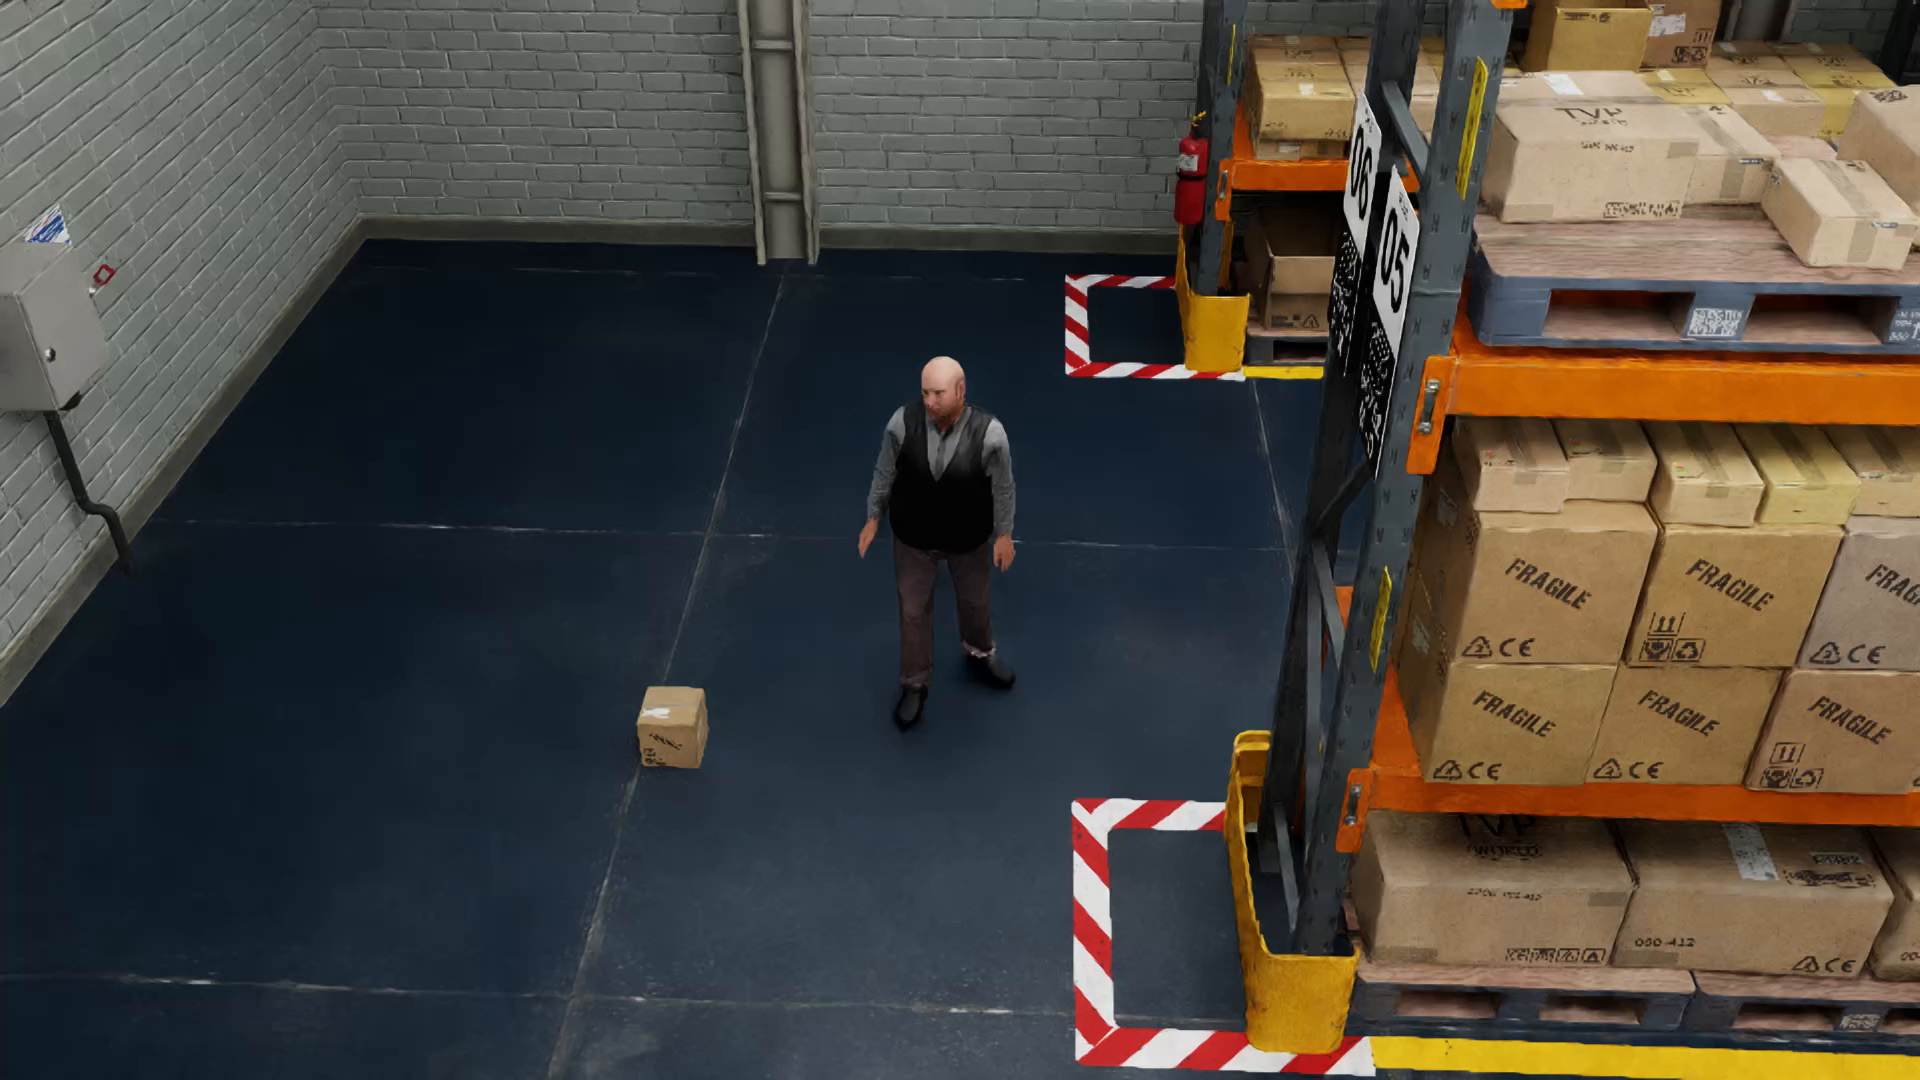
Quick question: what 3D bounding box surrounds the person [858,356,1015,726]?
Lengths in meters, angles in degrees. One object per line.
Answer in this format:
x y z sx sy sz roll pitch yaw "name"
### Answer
-0.097 -0.004 7.124 0.689 1.722 0.577 3 36 5 "person"
